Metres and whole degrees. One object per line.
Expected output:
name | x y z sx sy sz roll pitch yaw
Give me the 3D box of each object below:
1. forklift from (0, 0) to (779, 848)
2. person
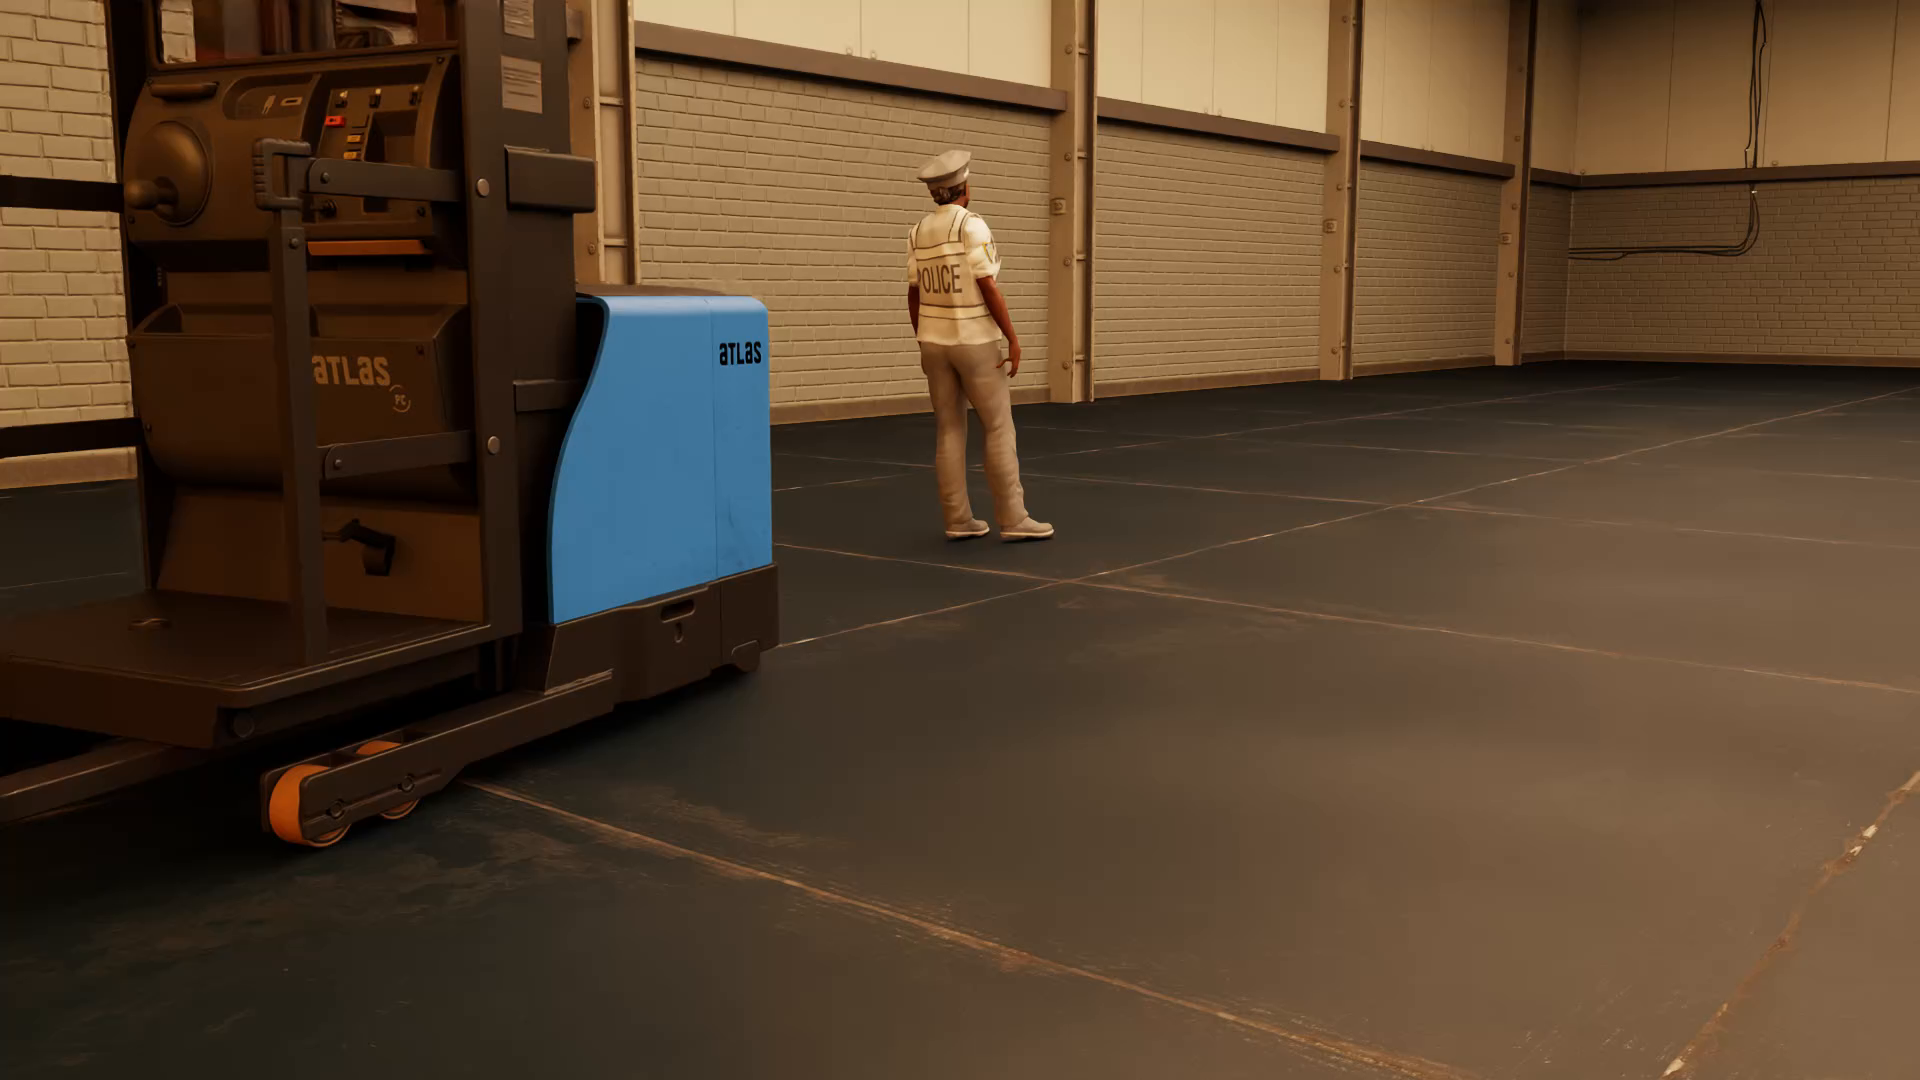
forklift | -1.607 -0.916 3.540 1.130 2.935 3.031 4 9 25
person | 0.063 -0.852 7.327 0.569 1.695 0.528 7 11 38
